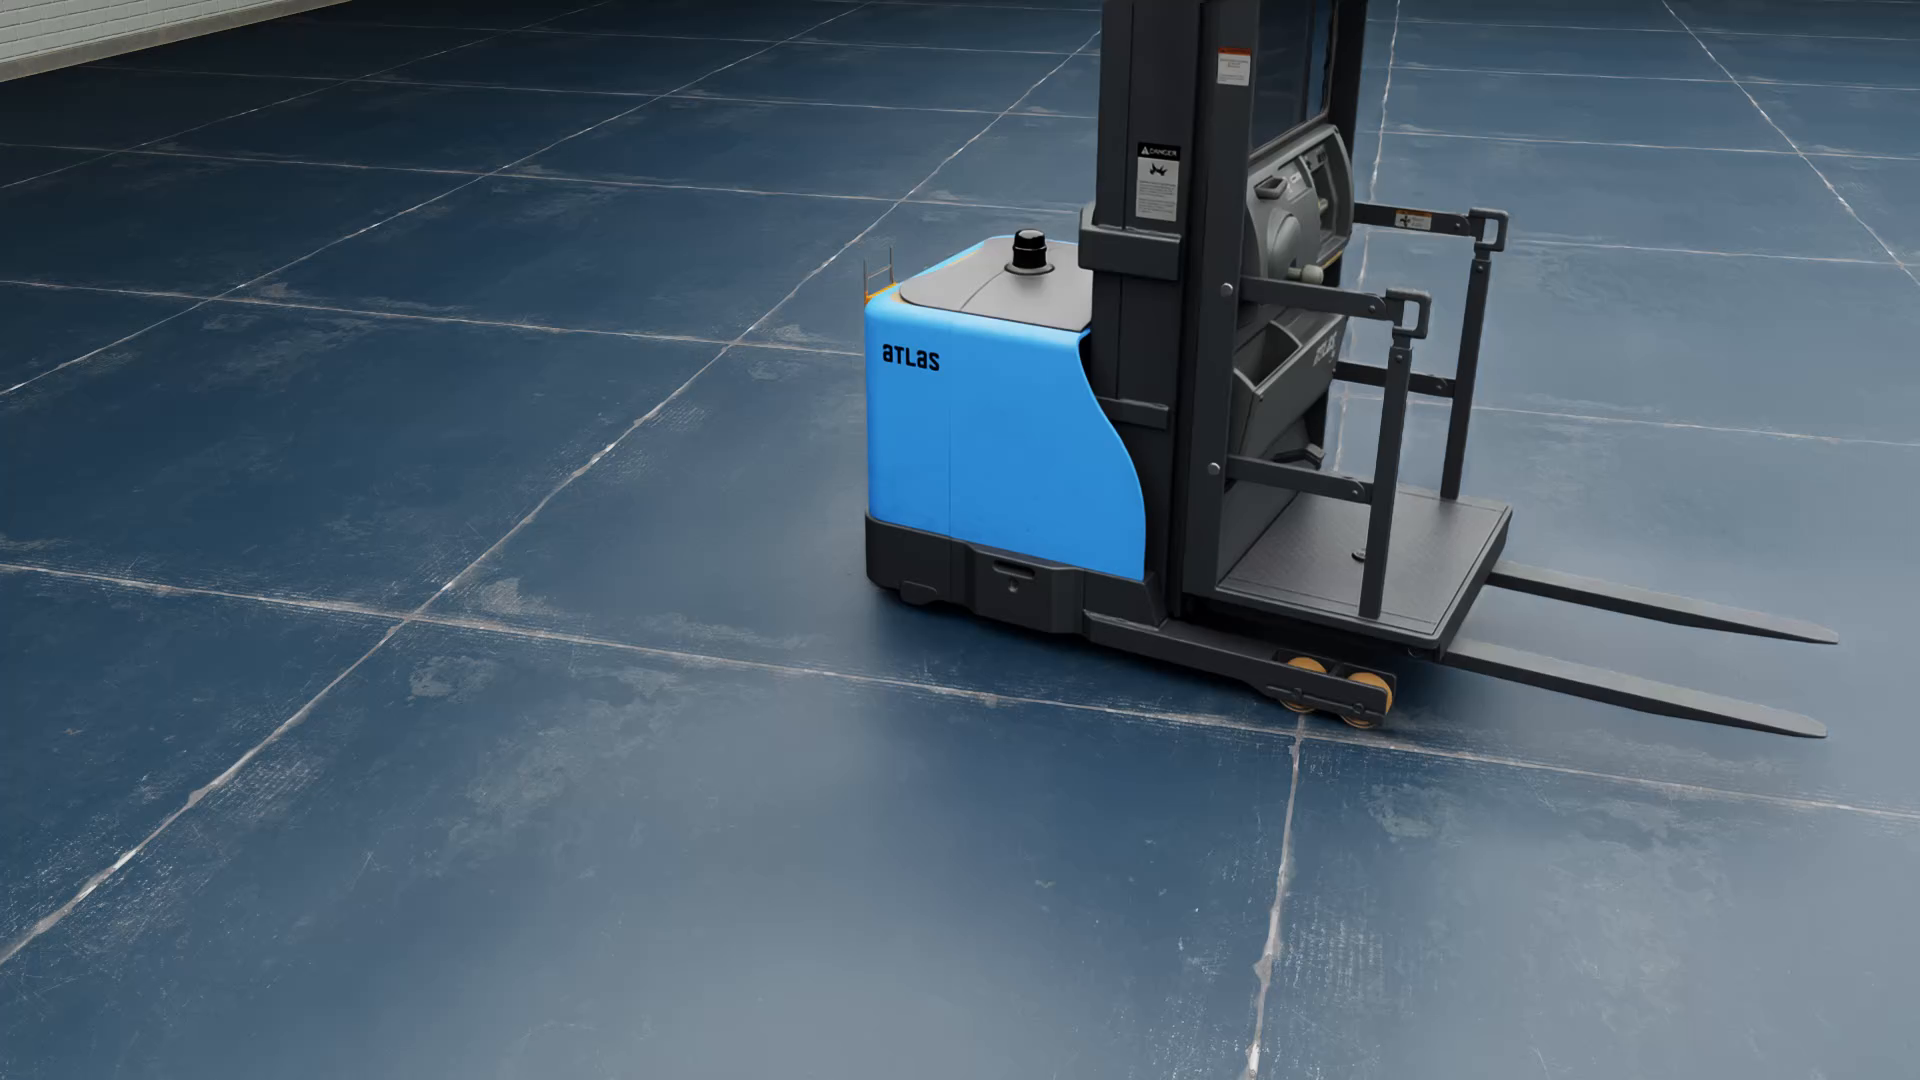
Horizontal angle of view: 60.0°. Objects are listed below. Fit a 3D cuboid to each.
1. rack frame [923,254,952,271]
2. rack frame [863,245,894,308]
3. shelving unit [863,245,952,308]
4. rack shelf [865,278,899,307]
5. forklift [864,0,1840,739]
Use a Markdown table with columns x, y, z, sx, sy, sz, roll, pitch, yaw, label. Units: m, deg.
| x | y | z | sx | sy | sz | roll | pitch | yaw | label |
| --- | --- | --- | --- | --- | --- | --- | --- | --- | --- |
| -0.079 | -0.513 | 6.107 | 0.008 | 1.050 | 0.200 | 13 | 28 | 25 | rack frame |
| -0.293 | -0.563 | 6.211 | 0.008 | 1.050 | 0.200 | 13 | 28 | 25 | rack frame |
| -0.186 | -0.538 | 6.159 | 0.252 | 1.050 | 0.215 | 13 | 28 | 25 | shelving unit |
| -0.186 | -0.785 | 6.042 | 0.240 | 0.259 | 0.215 | 13 | 28 | 25 | rack shelf |
| 1.216 | -1.013 | 4.967 | 3.031 | 2.935 | 1.130 | 13 | 28 | 25 | forklift |
